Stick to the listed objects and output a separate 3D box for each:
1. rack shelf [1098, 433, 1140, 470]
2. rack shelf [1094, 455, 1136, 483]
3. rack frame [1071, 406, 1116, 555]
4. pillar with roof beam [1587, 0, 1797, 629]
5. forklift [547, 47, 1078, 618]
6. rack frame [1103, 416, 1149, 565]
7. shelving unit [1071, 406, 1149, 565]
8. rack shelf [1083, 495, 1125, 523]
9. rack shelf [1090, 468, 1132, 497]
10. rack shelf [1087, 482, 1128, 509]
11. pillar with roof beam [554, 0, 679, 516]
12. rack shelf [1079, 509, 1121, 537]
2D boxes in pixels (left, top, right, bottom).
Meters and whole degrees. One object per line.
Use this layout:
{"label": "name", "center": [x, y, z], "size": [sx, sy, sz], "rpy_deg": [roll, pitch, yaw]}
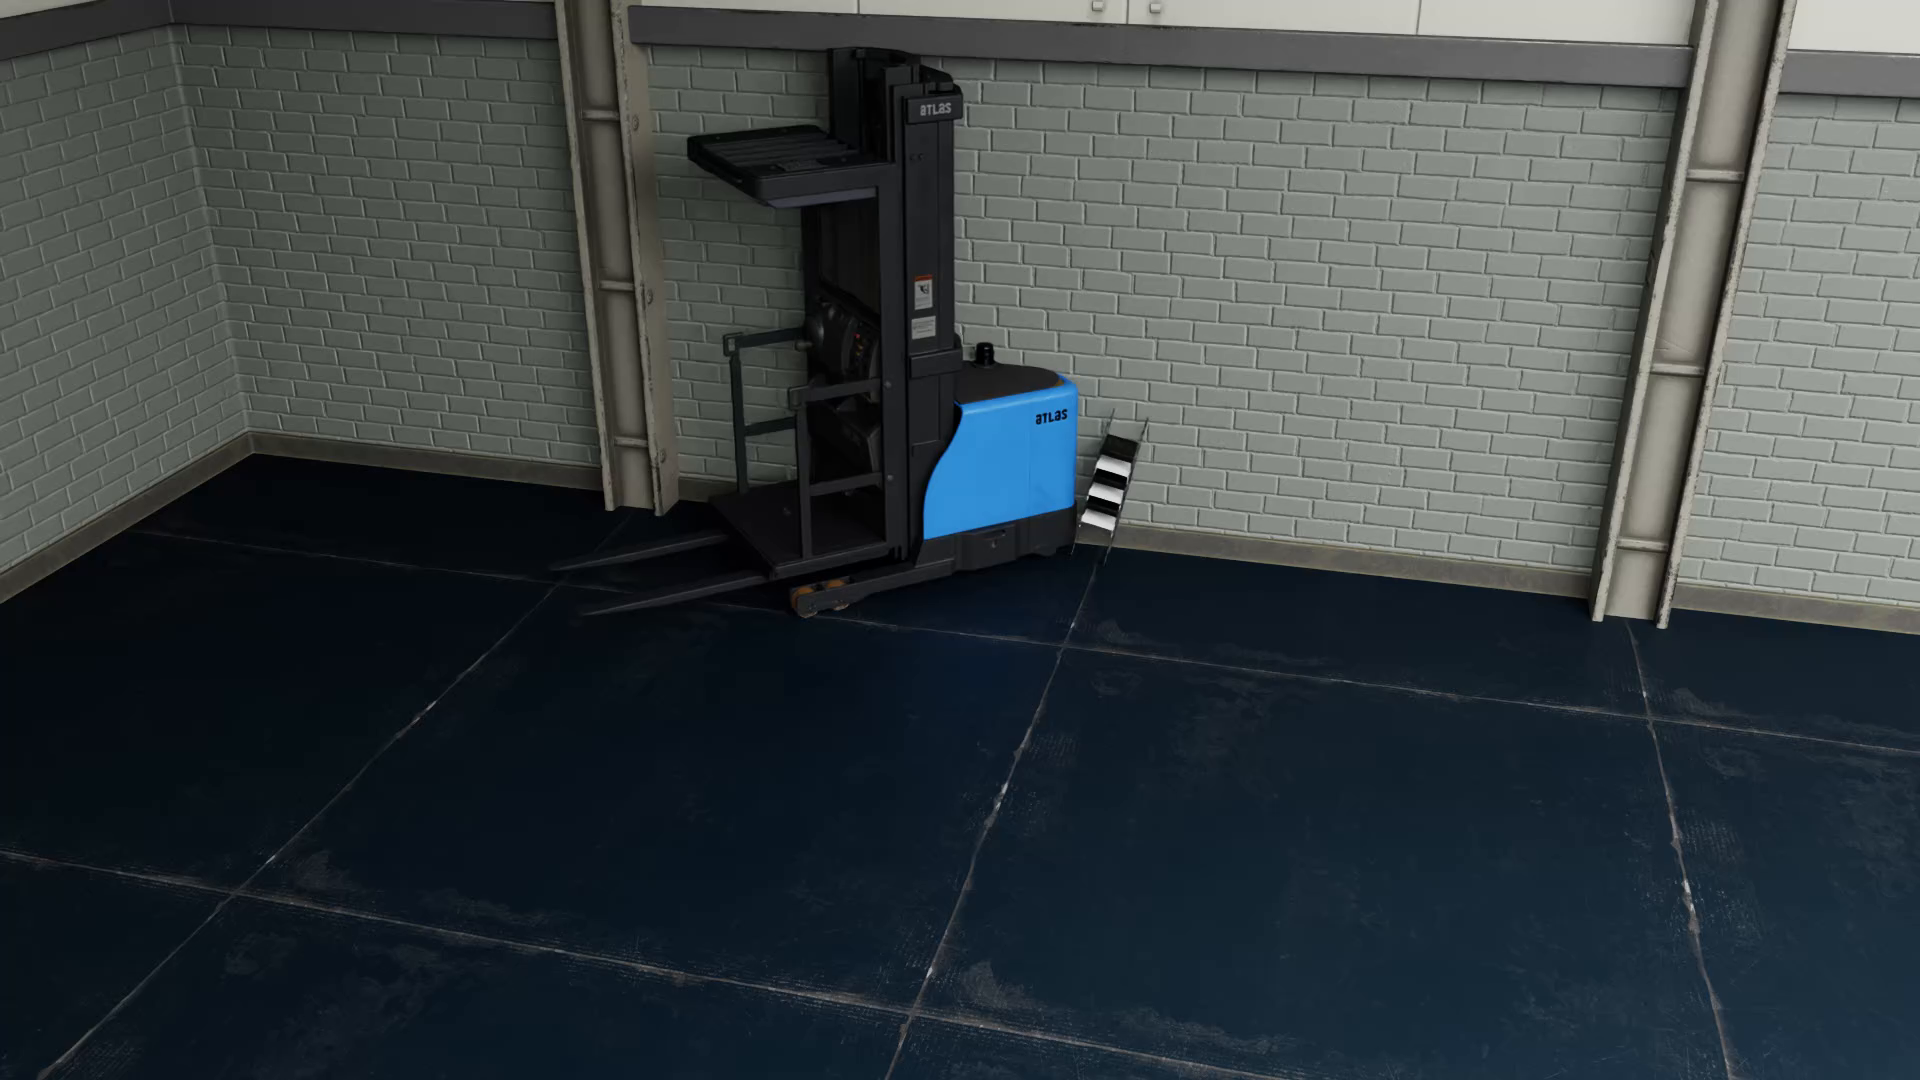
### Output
{"label": "rack shelf", "center": [0.932, -0.520, 9.727], "size": [0.200, 0.077, 0.258], "rpy_deg": [17, 28, 8]}
{"label": "rack shelf", "center": [0.914, -0.443, 9.769], "size": [0.200, 0.077, 0.258], "rpy_deg": [17, 28, 8]}
{"label": "rack frame", "center": [0.788, -0.347, 9.851], "size": [0.006, 0.900, 0.240], "rpy_deg": [17, 28, 8]}
{"label": "pillar with roof beam", "center": [2.693, -1.864, 3.697], "size": [0.400, 9.000, 9.100], "rpy_deg": [6, 26, 13]}
{"label": "forklift", "center": [-0.844, -1.148, 9.251], "size": [3.031, 2.935, 1.130], "rpy_deg": [-13, 28, -25]}
{"label": "rack frame", "center": [0.980, -0.287, 9.824], "size": [0.006, 0.900, 0.240], "rpy_deg": [17, 28, 8]}
{"label": "shelving unit", "center": [0.884, -0.317, 9.838], "size": [0.210, 0.900, 0.258], "rpy_deg": [17, 28, 8]}
{"label": "rack shelf", "center": [0.859, -0.211, 9.895], "size": [0.200, 0.077, 0.258], "rpy_deg": [17, 28, 8]}
{"label": "rack shelf", "center": [0.896, -0.365, 9.811], "size": [0.200, 0.077, 0.258], "rpy_deg": [17, 28, 8]}
{"label": "rack shelf", "center": [0.877, -0.288, 9.853], "size": [0.200, 0.077, 0.258], "rpy_deg": [17, 28, 8]}
{"label": "pillar with roof beam", "center": [-3.118, -2.506, 5.046], "size": [0.400, 9.000, 9.100], "rpy_deg": [6, 26, 13]}
{"label": "rack shelf", "center": [0.841, -0.133, 9.938], "size": [0.200, 0.077, 0.258], "rpy_deg": [17, 28, 8]}
